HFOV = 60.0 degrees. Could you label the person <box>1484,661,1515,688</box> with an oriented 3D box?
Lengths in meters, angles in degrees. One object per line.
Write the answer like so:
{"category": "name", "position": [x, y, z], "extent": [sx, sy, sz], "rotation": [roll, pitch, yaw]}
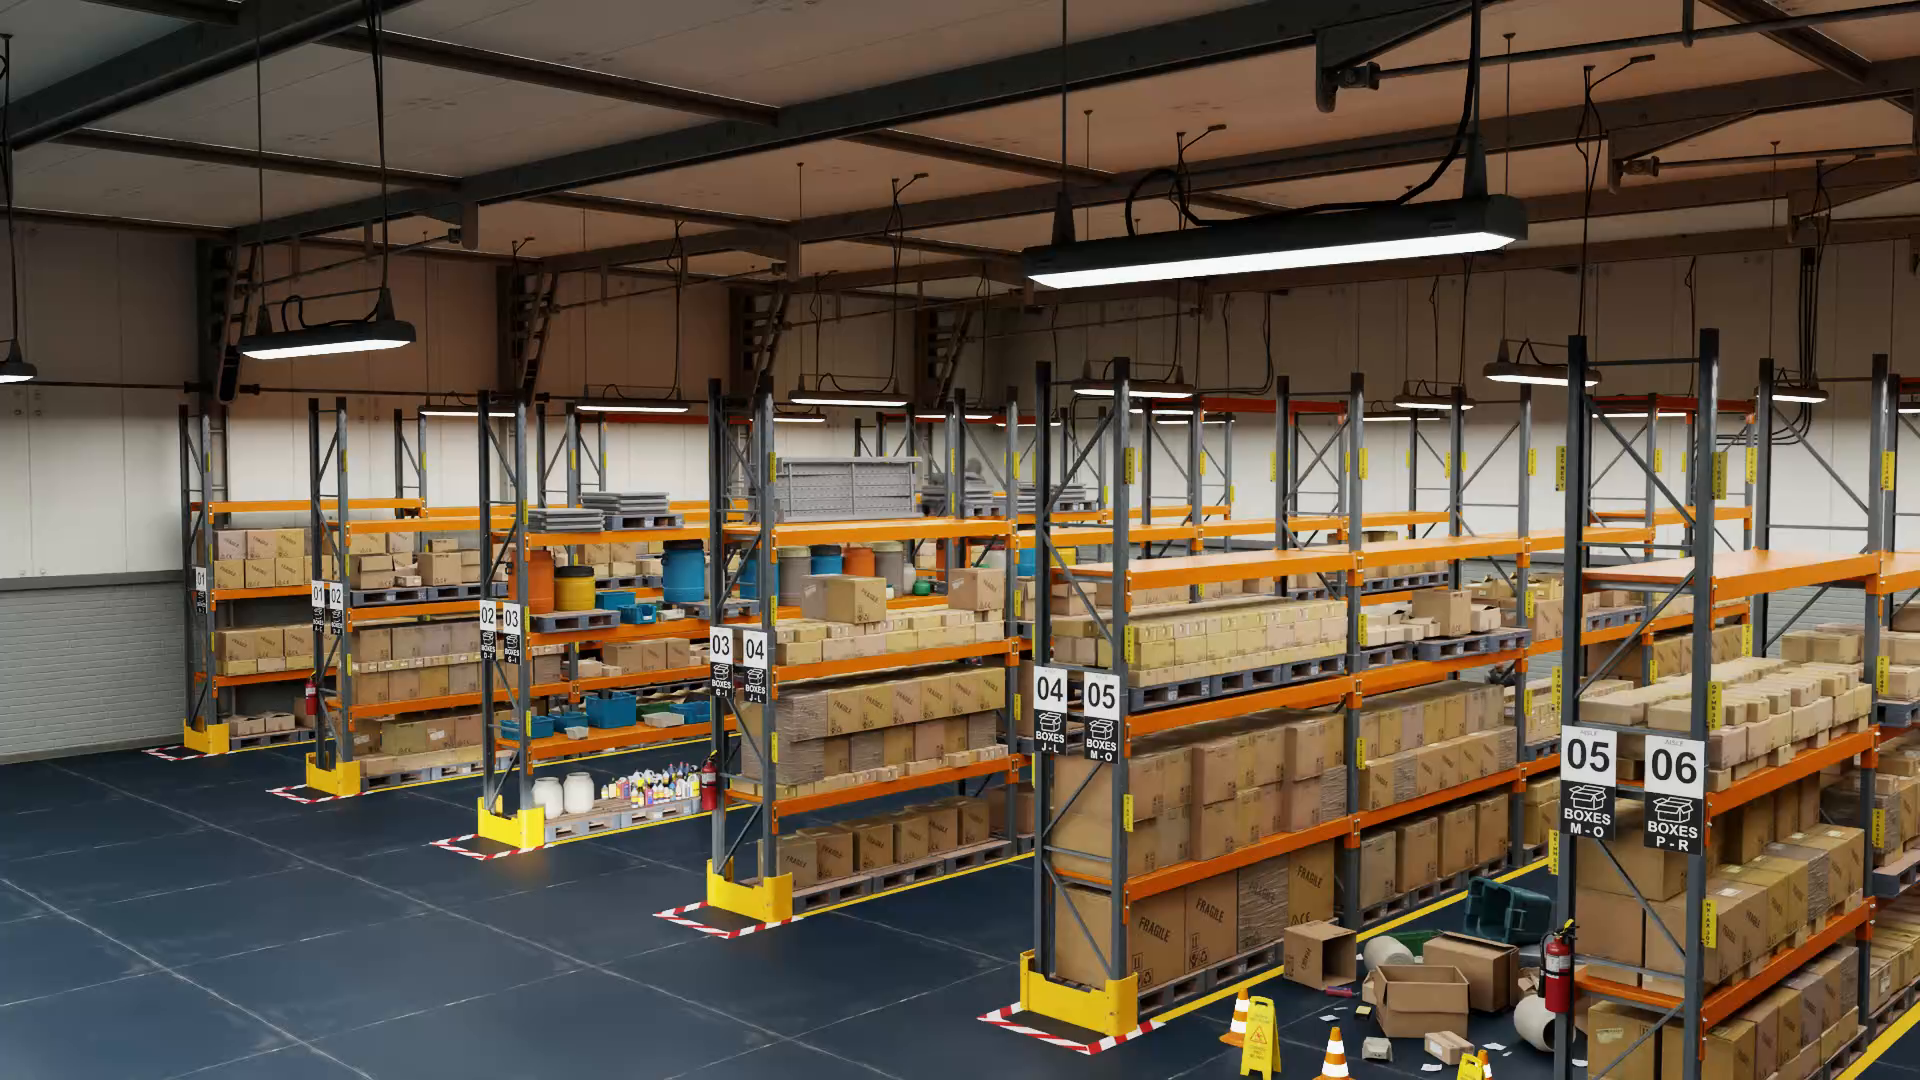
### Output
{"category": "person", "position": [9.272, 2.828, 28.394], "extent": [0.657, 1.727, 0.685], "rotation": [2, 4, 32]}

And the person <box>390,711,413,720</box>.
{"category": "person", "position": [-9.356, 2.845, 28.091], "extent": [0.670, 1.687, 0.759], "rotation": [2, 3, 30]}
